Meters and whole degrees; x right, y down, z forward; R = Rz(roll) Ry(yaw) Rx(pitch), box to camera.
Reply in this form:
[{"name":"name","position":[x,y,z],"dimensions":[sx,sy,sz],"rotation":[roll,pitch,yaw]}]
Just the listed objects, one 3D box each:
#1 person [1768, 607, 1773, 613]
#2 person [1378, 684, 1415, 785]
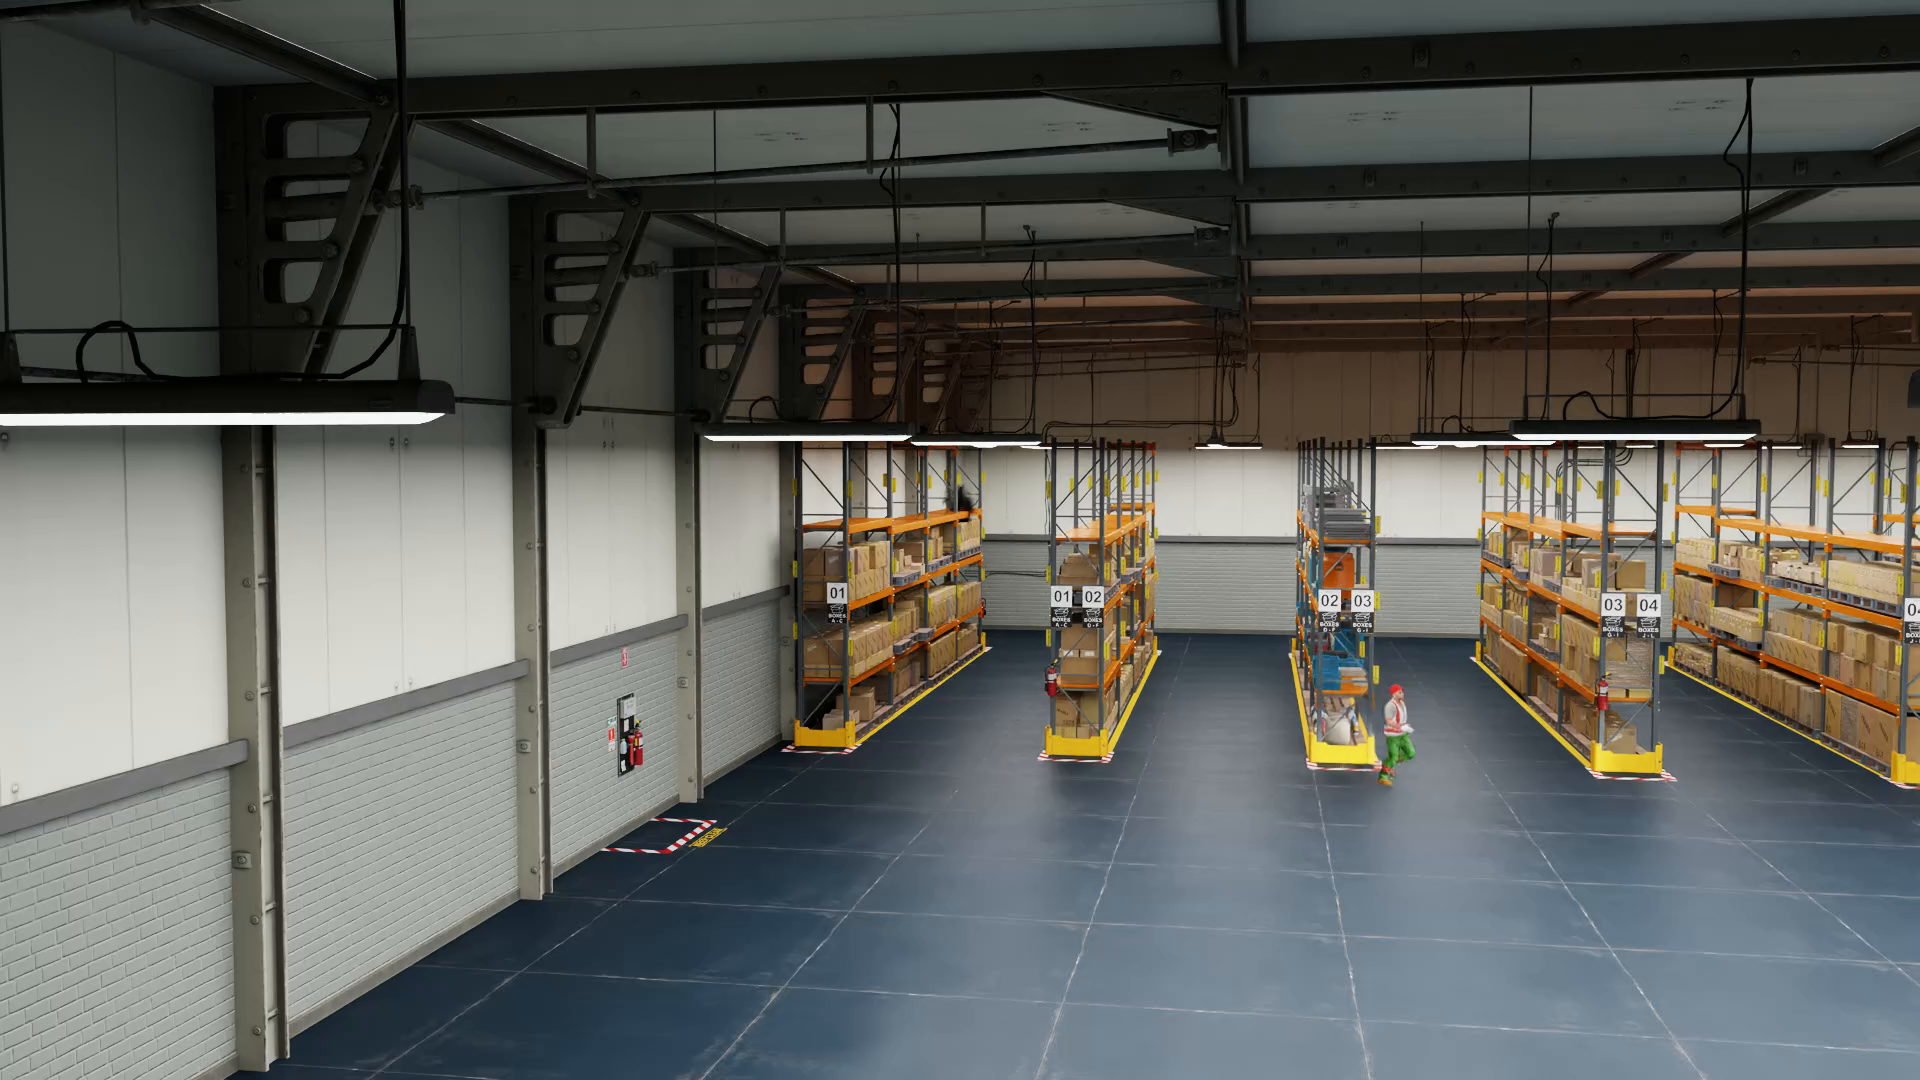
[{"name":"person","position":[21.222,2.571,43.531],"dimensions":[0.627,1.639,0.940],"rotation":[0,3,-1]},{"name":"person","position":[7.530,3.339,28.530],"dimensions":[0.692,1.738,0.700],"rotation":[3,4,45]}]
